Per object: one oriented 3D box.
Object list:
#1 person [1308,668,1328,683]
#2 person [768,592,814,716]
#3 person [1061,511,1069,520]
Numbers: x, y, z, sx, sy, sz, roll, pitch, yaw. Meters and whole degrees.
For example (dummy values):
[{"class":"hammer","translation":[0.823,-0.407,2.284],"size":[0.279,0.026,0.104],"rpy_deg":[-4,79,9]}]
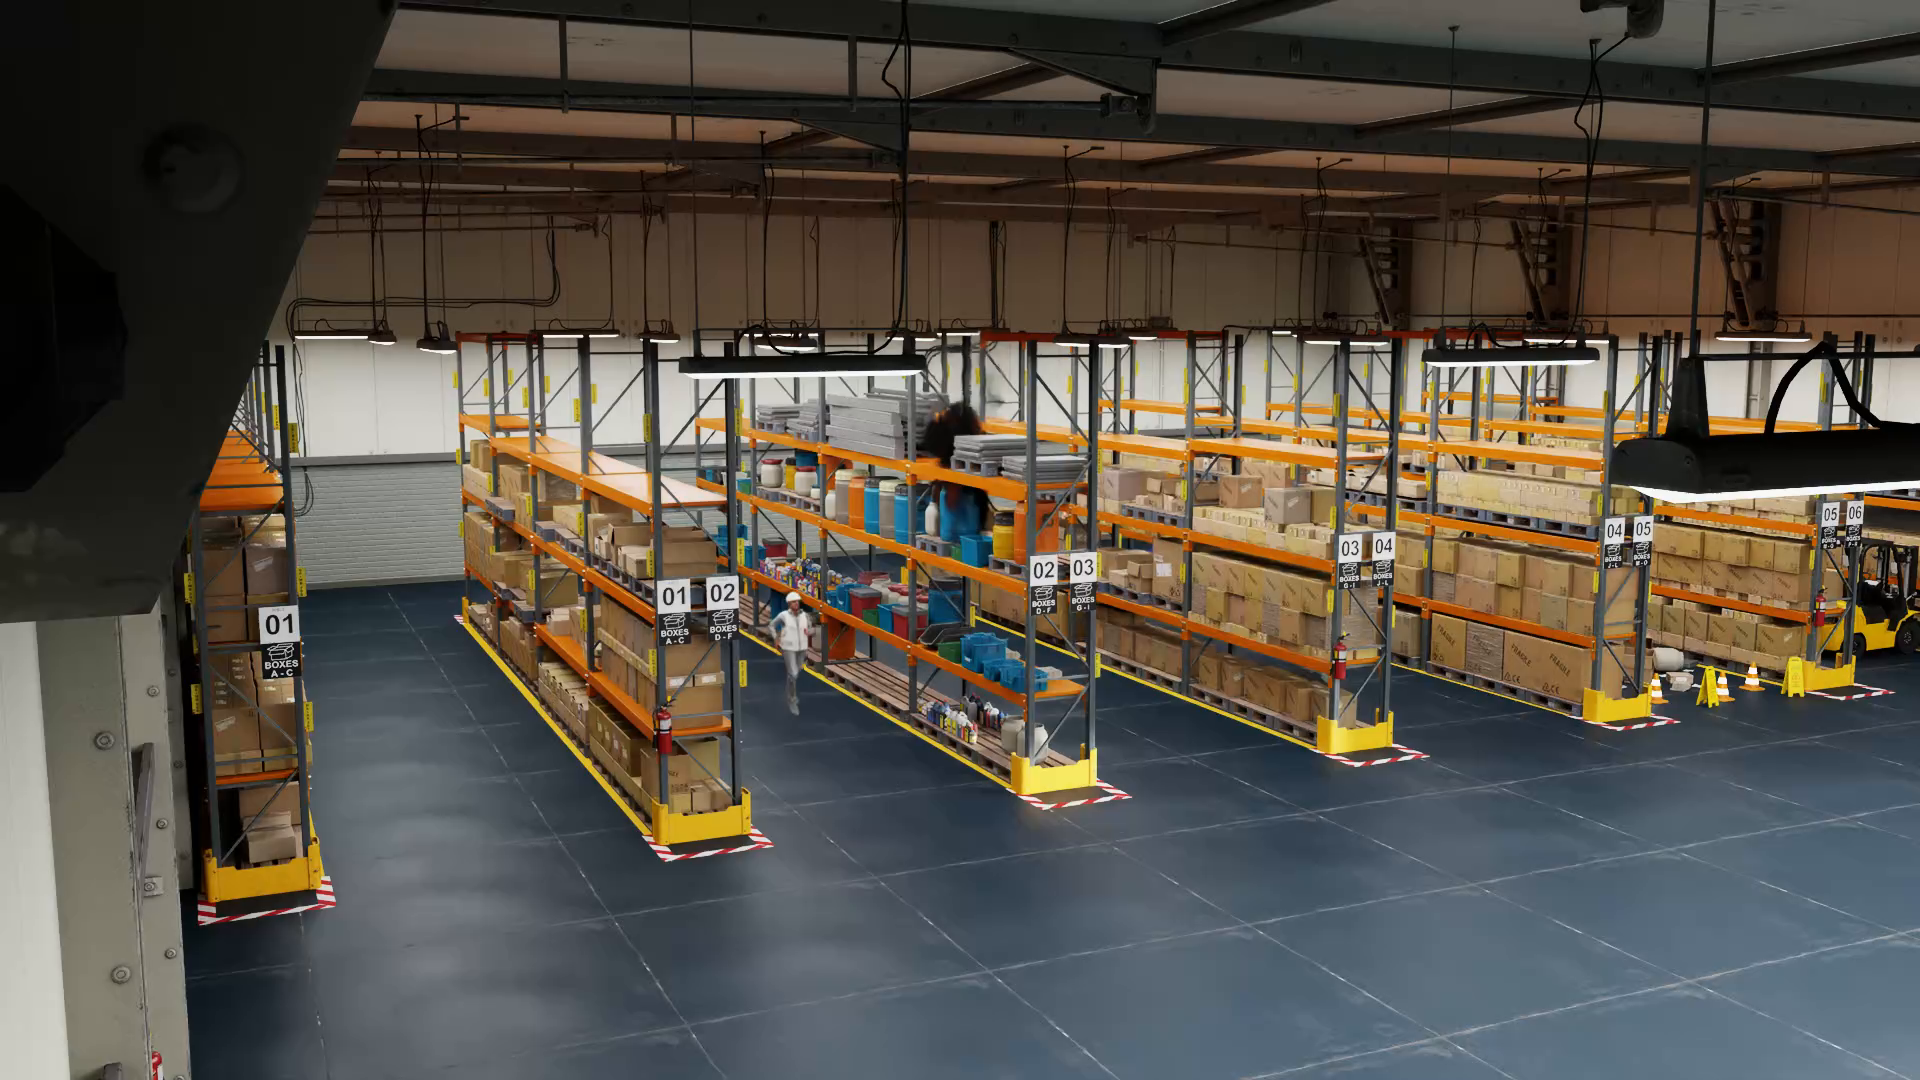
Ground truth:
[{"class":"person","translation":[6.275,1.596,28.993],"size":[0.629,1.702,0.771],"rpy_deg":[-5,9,-31]},{"class":"person","translation":[-2.552,1.741,25.653],"size":[0.624,1.892,0.727],"rpy_deg":[-6,9,-36]},{"class":"person","translation":[2.532,0.053,40.777],"size":[0.617,1.638,0.724],"rpy_deg":[4,9,28]}]
